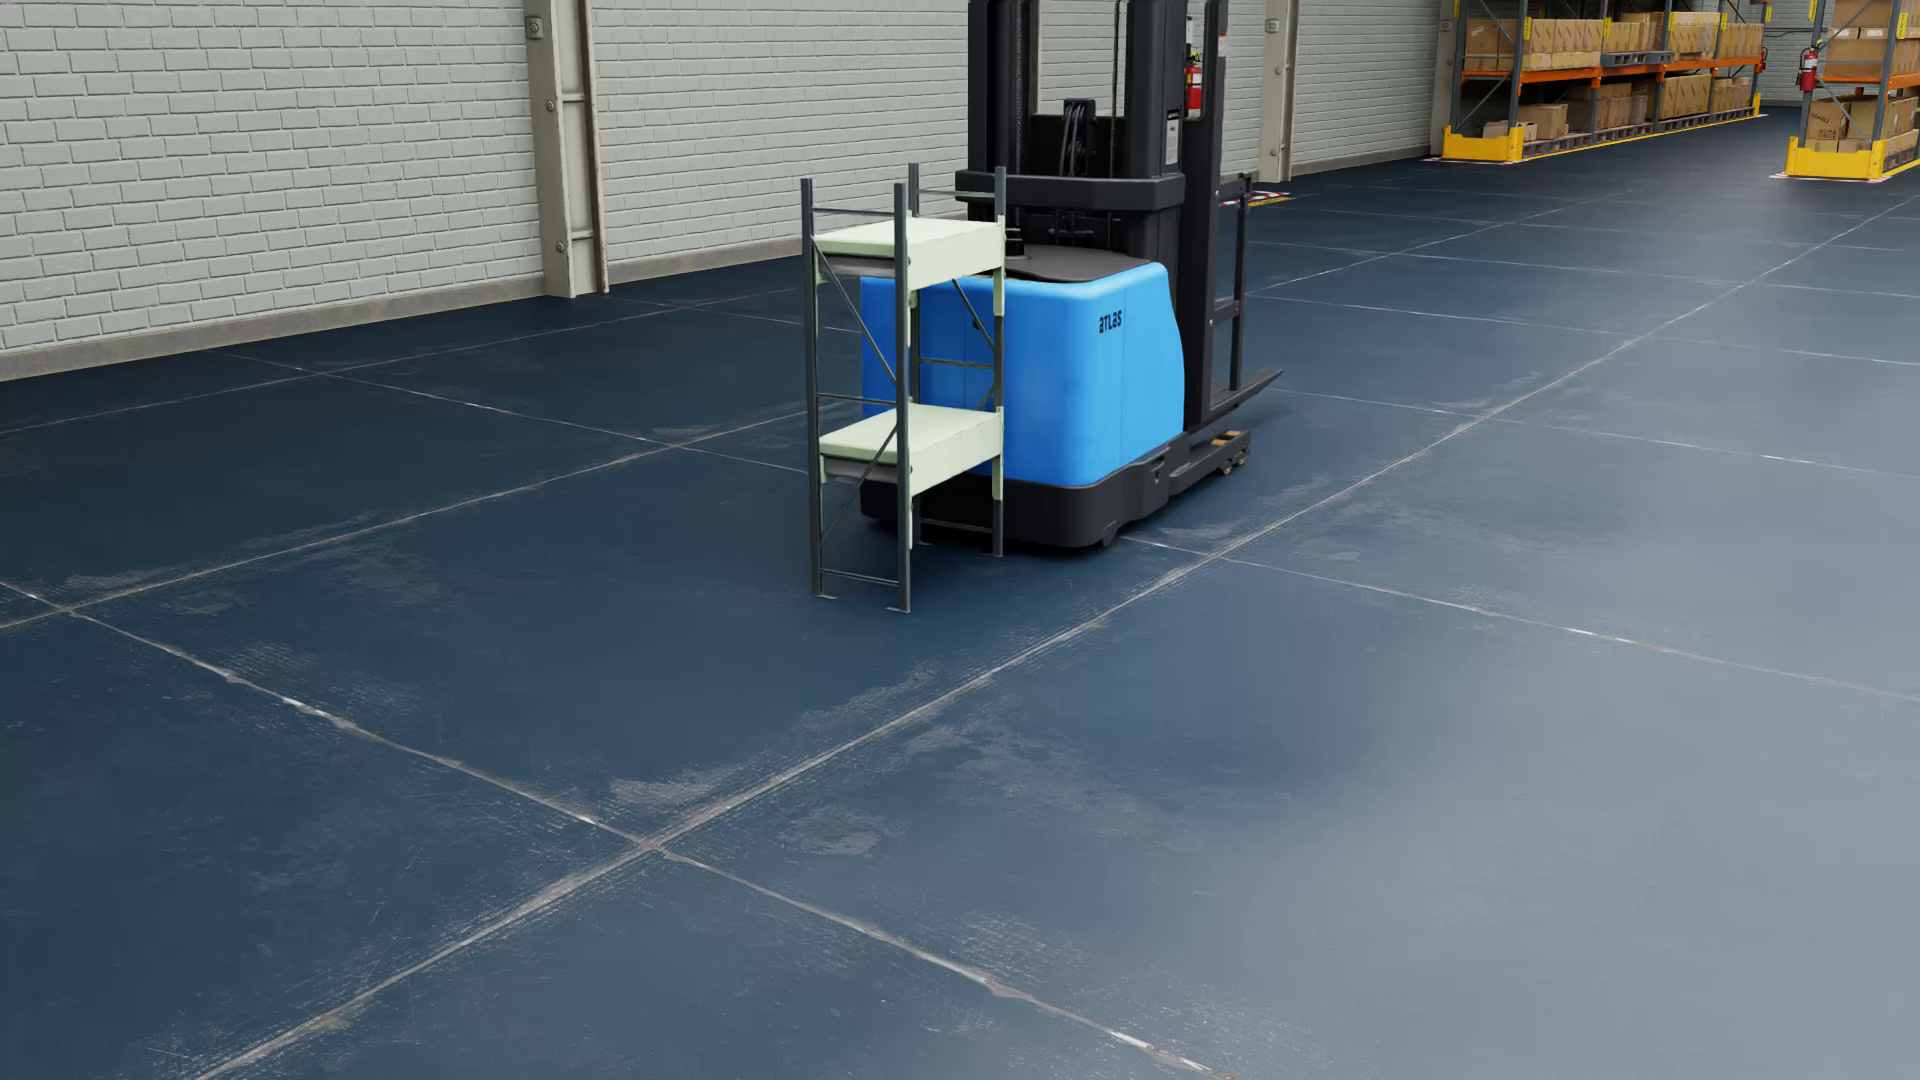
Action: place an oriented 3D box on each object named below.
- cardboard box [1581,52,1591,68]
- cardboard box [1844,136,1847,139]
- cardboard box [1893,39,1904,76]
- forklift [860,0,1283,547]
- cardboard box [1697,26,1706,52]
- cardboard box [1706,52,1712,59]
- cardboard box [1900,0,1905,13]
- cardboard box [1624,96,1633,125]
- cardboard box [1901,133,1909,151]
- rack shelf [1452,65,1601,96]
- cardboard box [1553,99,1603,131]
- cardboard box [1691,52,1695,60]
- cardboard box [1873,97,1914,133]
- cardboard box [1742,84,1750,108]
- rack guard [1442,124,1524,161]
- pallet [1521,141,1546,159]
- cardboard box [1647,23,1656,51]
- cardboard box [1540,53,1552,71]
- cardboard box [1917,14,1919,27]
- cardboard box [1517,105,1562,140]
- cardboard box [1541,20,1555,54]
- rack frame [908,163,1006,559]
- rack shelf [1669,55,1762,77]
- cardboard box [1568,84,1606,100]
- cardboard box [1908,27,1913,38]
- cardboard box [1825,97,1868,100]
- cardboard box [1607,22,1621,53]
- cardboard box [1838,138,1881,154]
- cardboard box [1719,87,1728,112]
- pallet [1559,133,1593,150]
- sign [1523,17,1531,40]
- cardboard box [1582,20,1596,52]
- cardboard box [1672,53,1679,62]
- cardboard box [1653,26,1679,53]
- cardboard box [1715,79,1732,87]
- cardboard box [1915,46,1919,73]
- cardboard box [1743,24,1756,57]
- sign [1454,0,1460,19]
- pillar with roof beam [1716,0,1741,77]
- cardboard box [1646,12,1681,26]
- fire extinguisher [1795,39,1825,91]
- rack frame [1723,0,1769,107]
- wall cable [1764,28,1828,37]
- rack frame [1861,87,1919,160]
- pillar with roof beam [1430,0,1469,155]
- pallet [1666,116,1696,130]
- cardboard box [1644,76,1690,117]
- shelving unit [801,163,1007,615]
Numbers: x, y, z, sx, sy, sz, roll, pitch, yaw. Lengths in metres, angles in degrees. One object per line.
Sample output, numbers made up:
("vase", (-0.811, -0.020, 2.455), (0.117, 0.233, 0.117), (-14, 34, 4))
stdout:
("cardboard box", (10.068, -7.926, 27.428), (0.500, 0.250, 0.500), (13, 21, 35))
("cardboard box", (12.378, -5.633, 23.754), (0.500, 0.250, 0.500), (12, 21, 35))
("cardboard box", (12.905, -6.844, 23.557), (0.700, 0.500, 0.500), (13, 21, 35))
("forklift", (0.728, -1.759, 7.467), (1.130, 2.935, 3.031), (9, 19, 27))
("cardboard box", (14.502, -9.981, 33.121), (0.500, 0.500, 0.500), (12, 21, 35))
("cardboard box", (15.071, -9.872, 33.865), (0.380, 0.149, 0.250), (13, 21, 36))
("cardboard box", (12.636, -7.360, 23.029), (0.700, 0.500, 0.500), (12, 21, 33))
("cardboard box", (12.006, -7.958, 30.785), (0.700, 0.500, 0.500), (12, 21, 35))
("cardboard box", (13.698, -5.896, 24.602), (0.500, 0.250, 0.500), (12, 21, 35))
("rack shelf", (9.219, -7.452, 26.895), (1.077, 0.370, 4.000), (12, 21, 35))
("cardboard box", (10.835, -7.466, 29.202), (0.700, 0.500, 0.500), (13, 22, 37))
("cardboard box", (14.411, -9.641, 33.122), (0.380, 0.149, 0.250), (12, 21, 33))
("cardboard box", (13.688, -6.257, 24.498), (0.500, 0.500, 0.500), (12, 21, 35))
("cardboard box", (17.223, -9.952, 37.240), (0.700, 0.500, 0.500), (12, 21, 35))
("rack guard", (8.072, -6.143, 25.683), (1.175, 0.500, 0.348), (12, 21, 35))
("pallet", (8.585, -6.193, 26.329), (1.003, 0.211, 1.213), (12, 21, 35))
("cardboard box", (12.522, -9.368, 30.944), (0.700, 0.500, 0.500), (10, 20, 28))
("cardboard box", (8.871, -7.443, 25.873), (0.500, 0.250, 0.500), (12, 21, 33))
("cardboard box", (13.831, -7.837, 24.567), (0.700, 0.500, 0.500), (12, 21, 35))
("cardboard box", (9.328, -6.786, 27.011), (0.700, 0.500, 0.500), (11, 20, 31))
("cardboard box", (8.855, -7.792, 25.731), (0.500, 0.500, 0.500), (12, 21, 35))
("rack frame", (-0.013, -0.674, 6.384), (0.400, 1.500, 0.023), (9, 19, 27))
("rack shelf", (16.369, -10.310, 36.099), (1.077, 0.370, 4.000), (12, 21, 35))
("cardboard box", (11.095, -7.930, 29.430), (0.500, 0.250, 0.500), (12, 21, 34))
("cardboard box", (13.331, -7.223, 23.684), (0.380, 0.149, 0.250), (13, 21, 35))
("cardboard box", (12.971, -6.230, 24.411), (0.500, 0.500, 0.500), (12, 21, 35))
("cardboard box", (11.080, -8.777, 29.038), (0.700, 0.500, 0.500), (15, 23, 40))
("cardboard box", (12.506, -5.420, 23.069), (0.500, 0.250, 0.500), (12, 21, 35))
("cardboard box", (16.007, -9.463, 35.665), (0.700, 0.500, 0.500), (12, 21, 34))
("pallet", (10.038, -6.774, 28.200), (1.003, 0.211, 1.213), (12, 21, 35))
("sign", (8.463, -7.637, 24.817), (0.100, 0.325, 0.005), (12, 21, 35))
("cardboard box", (10.084, -8.281, 27.306), (0.500, 0.500, 0.500), (12, 21, 34))
("cardboard box", (13.559, -9.258, 31.889), (0.380, 0.149, 0.250), (13, 22, 36))
("cardboard box", (13.288, -9.494, 31.555), (0.500, 0.500, 0.500), (13, 22, 36))
("cardboard box", (16.366, -9.827, 35.745), (0.380, 0.149, 0.250), (12, 21, 33))
("cardboard box", (14.131, -7.338, 25.147), (0.700, 0.500, 0.500), (12, 21, 33))
("cardboard box", (16.840, -10.975, 36.520), (0.980, 0.700, 0.700), (12, 21, 34))
("sign", (7.593, -8.126, 25.367), (0.100, 0.325, 0.005), (12, 21, 35))
("pillar with roof beam", (21.932, -14.030, 36.750), (9.100, 9.000, 0.400), (12, 21, 35))
("cardboard box", (13.288, -9.851, 31.440), (0.500, 0.250, 0.500), (13, 22, 36))
("fire extinguisher", (11.564, -6.461, 22.623), (0.296, 0.674, 0.183), (12, 21, 35))
("rack frame", (17.560, -11.130, 37.526), (1.000, 3.000, 0.127), (12, 21, 35))
("wall cable", (21.217, -13.796, 41.231), (3.097, 2.526, 0.112), (12, 21, 35))
("rack frame", (14.391, -7.397, 25.506), (1.000, 3.000, 0.127), (12, 21, 35))
("pillar with roof beam", (11.207, -9.743, 22.944), (9.100, 9.000, 0.400), (12, 21, 35))
("pallet", (14.051, -8.356, 33.297), (1.003, 0.211, 1.213), (12, 21, 35))
("cardboard box", (13.864, -8.758, 32.804), (0.750, 0.750, 0.750), (12, 21, 34))
("shelving unit", (-0.186, -0.578, 6.076), (0.431, 1.500, 0.755), (9, 19, 27))
